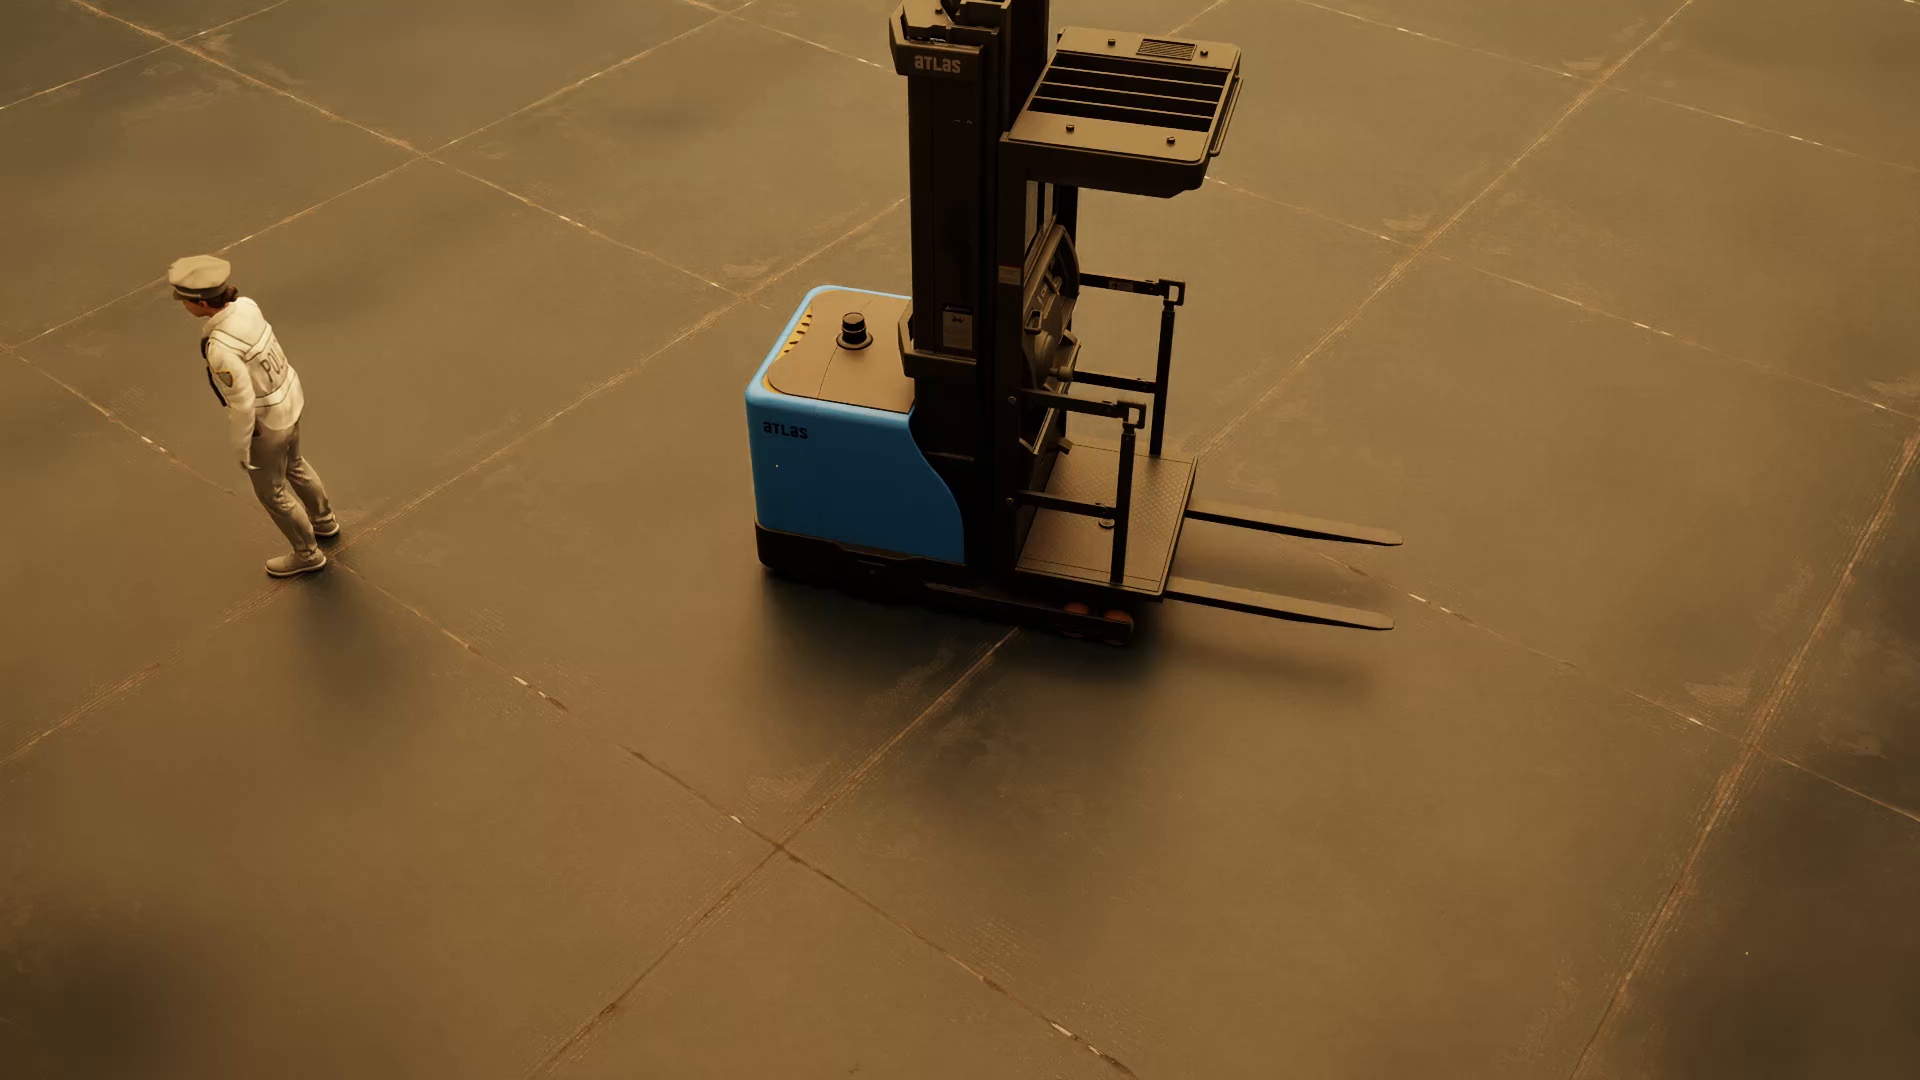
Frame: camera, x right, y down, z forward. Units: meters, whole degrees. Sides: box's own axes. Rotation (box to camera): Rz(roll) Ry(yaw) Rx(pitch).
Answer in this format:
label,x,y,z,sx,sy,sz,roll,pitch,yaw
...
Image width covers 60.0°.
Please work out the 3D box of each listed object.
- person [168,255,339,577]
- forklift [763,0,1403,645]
label,x,y,z,sx,sy,sz,roll,pitch,yaw
person,-3.238,-0.562,7.711,0.374,1.664,0.541,-1,40,-1
forklift,0.586,-1.009,7.257,3.031,2.935,1.121,10,41,12
